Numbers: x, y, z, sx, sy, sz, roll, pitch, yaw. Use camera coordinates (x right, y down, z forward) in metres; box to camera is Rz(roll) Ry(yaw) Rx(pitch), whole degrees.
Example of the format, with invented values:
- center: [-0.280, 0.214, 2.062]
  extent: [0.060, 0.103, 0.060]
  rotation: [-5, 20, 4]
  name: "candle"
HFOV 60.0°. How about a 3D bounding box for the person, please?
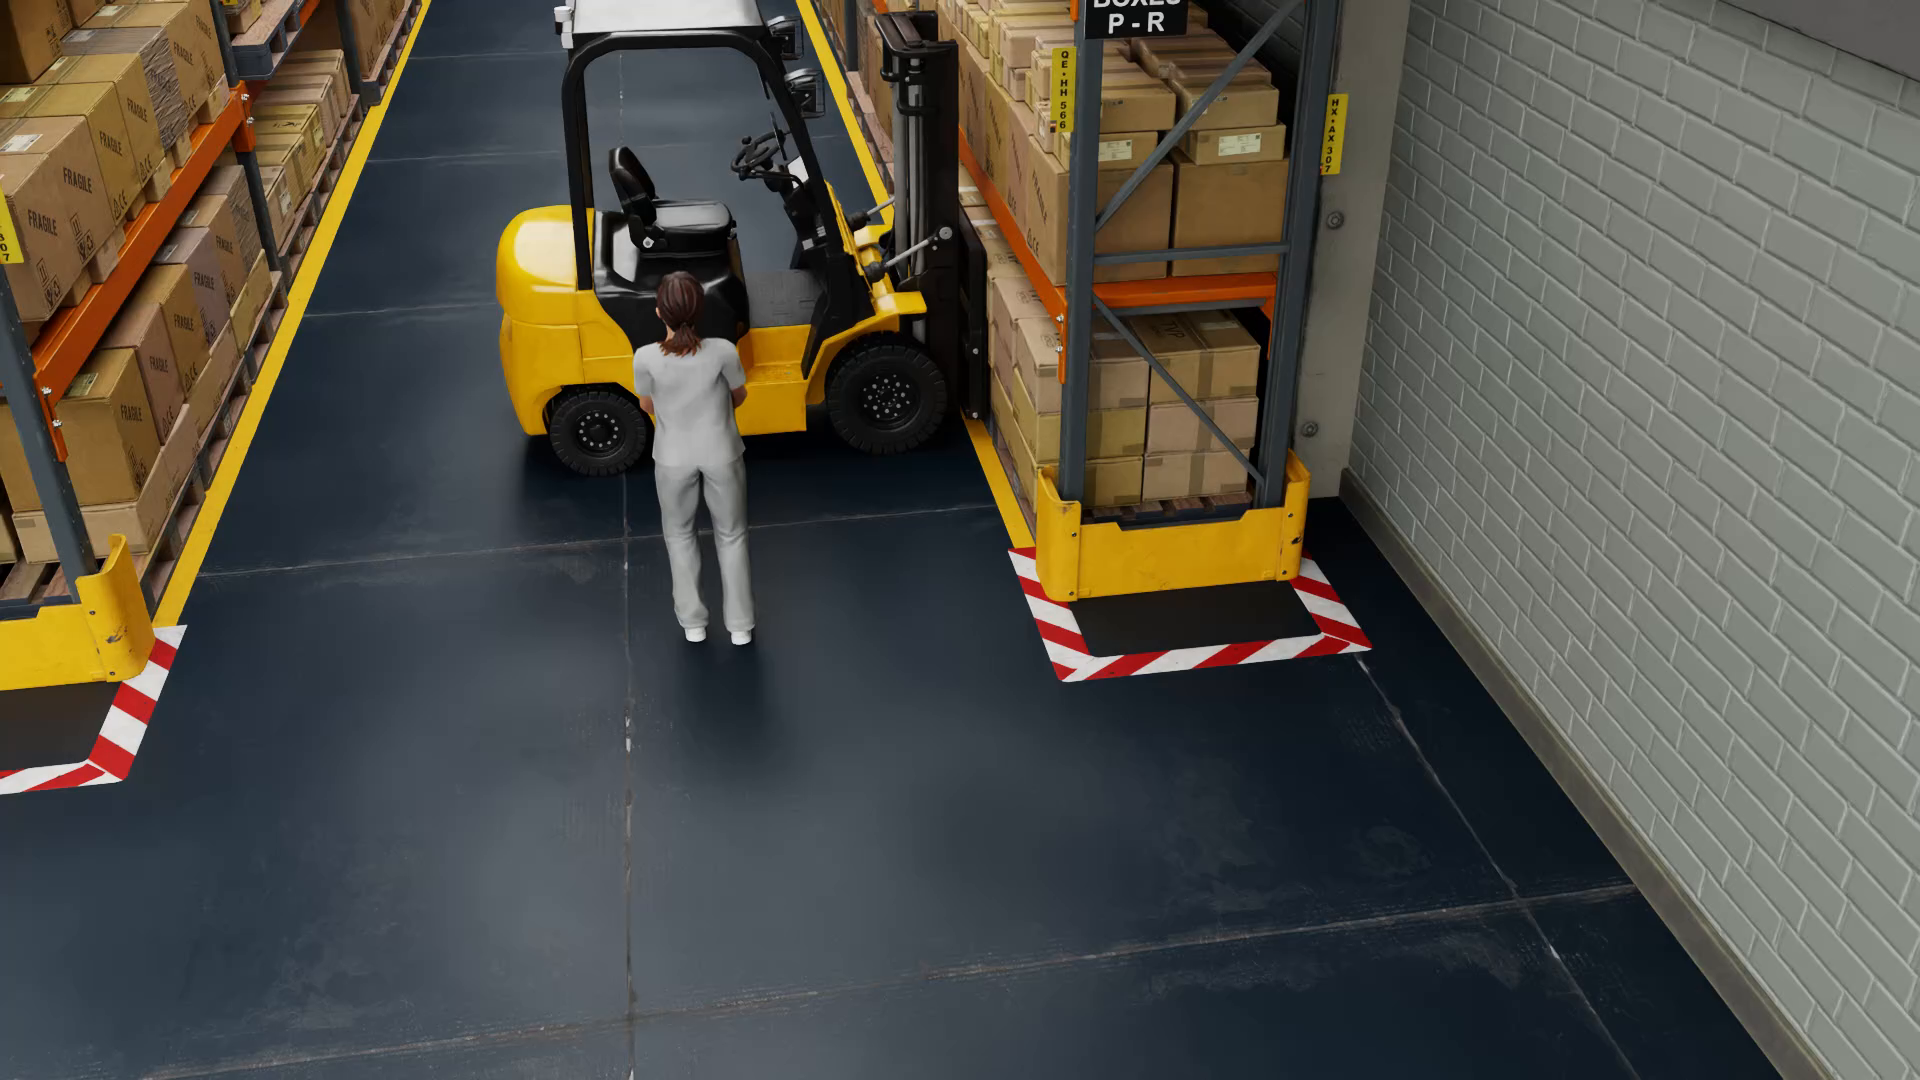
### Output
- center: [-1.061, -0.342, 6.720]
  extent: [0.436, 1.662, 0.554]
  rotation: [-5, 31, -8]
  name: "person"
